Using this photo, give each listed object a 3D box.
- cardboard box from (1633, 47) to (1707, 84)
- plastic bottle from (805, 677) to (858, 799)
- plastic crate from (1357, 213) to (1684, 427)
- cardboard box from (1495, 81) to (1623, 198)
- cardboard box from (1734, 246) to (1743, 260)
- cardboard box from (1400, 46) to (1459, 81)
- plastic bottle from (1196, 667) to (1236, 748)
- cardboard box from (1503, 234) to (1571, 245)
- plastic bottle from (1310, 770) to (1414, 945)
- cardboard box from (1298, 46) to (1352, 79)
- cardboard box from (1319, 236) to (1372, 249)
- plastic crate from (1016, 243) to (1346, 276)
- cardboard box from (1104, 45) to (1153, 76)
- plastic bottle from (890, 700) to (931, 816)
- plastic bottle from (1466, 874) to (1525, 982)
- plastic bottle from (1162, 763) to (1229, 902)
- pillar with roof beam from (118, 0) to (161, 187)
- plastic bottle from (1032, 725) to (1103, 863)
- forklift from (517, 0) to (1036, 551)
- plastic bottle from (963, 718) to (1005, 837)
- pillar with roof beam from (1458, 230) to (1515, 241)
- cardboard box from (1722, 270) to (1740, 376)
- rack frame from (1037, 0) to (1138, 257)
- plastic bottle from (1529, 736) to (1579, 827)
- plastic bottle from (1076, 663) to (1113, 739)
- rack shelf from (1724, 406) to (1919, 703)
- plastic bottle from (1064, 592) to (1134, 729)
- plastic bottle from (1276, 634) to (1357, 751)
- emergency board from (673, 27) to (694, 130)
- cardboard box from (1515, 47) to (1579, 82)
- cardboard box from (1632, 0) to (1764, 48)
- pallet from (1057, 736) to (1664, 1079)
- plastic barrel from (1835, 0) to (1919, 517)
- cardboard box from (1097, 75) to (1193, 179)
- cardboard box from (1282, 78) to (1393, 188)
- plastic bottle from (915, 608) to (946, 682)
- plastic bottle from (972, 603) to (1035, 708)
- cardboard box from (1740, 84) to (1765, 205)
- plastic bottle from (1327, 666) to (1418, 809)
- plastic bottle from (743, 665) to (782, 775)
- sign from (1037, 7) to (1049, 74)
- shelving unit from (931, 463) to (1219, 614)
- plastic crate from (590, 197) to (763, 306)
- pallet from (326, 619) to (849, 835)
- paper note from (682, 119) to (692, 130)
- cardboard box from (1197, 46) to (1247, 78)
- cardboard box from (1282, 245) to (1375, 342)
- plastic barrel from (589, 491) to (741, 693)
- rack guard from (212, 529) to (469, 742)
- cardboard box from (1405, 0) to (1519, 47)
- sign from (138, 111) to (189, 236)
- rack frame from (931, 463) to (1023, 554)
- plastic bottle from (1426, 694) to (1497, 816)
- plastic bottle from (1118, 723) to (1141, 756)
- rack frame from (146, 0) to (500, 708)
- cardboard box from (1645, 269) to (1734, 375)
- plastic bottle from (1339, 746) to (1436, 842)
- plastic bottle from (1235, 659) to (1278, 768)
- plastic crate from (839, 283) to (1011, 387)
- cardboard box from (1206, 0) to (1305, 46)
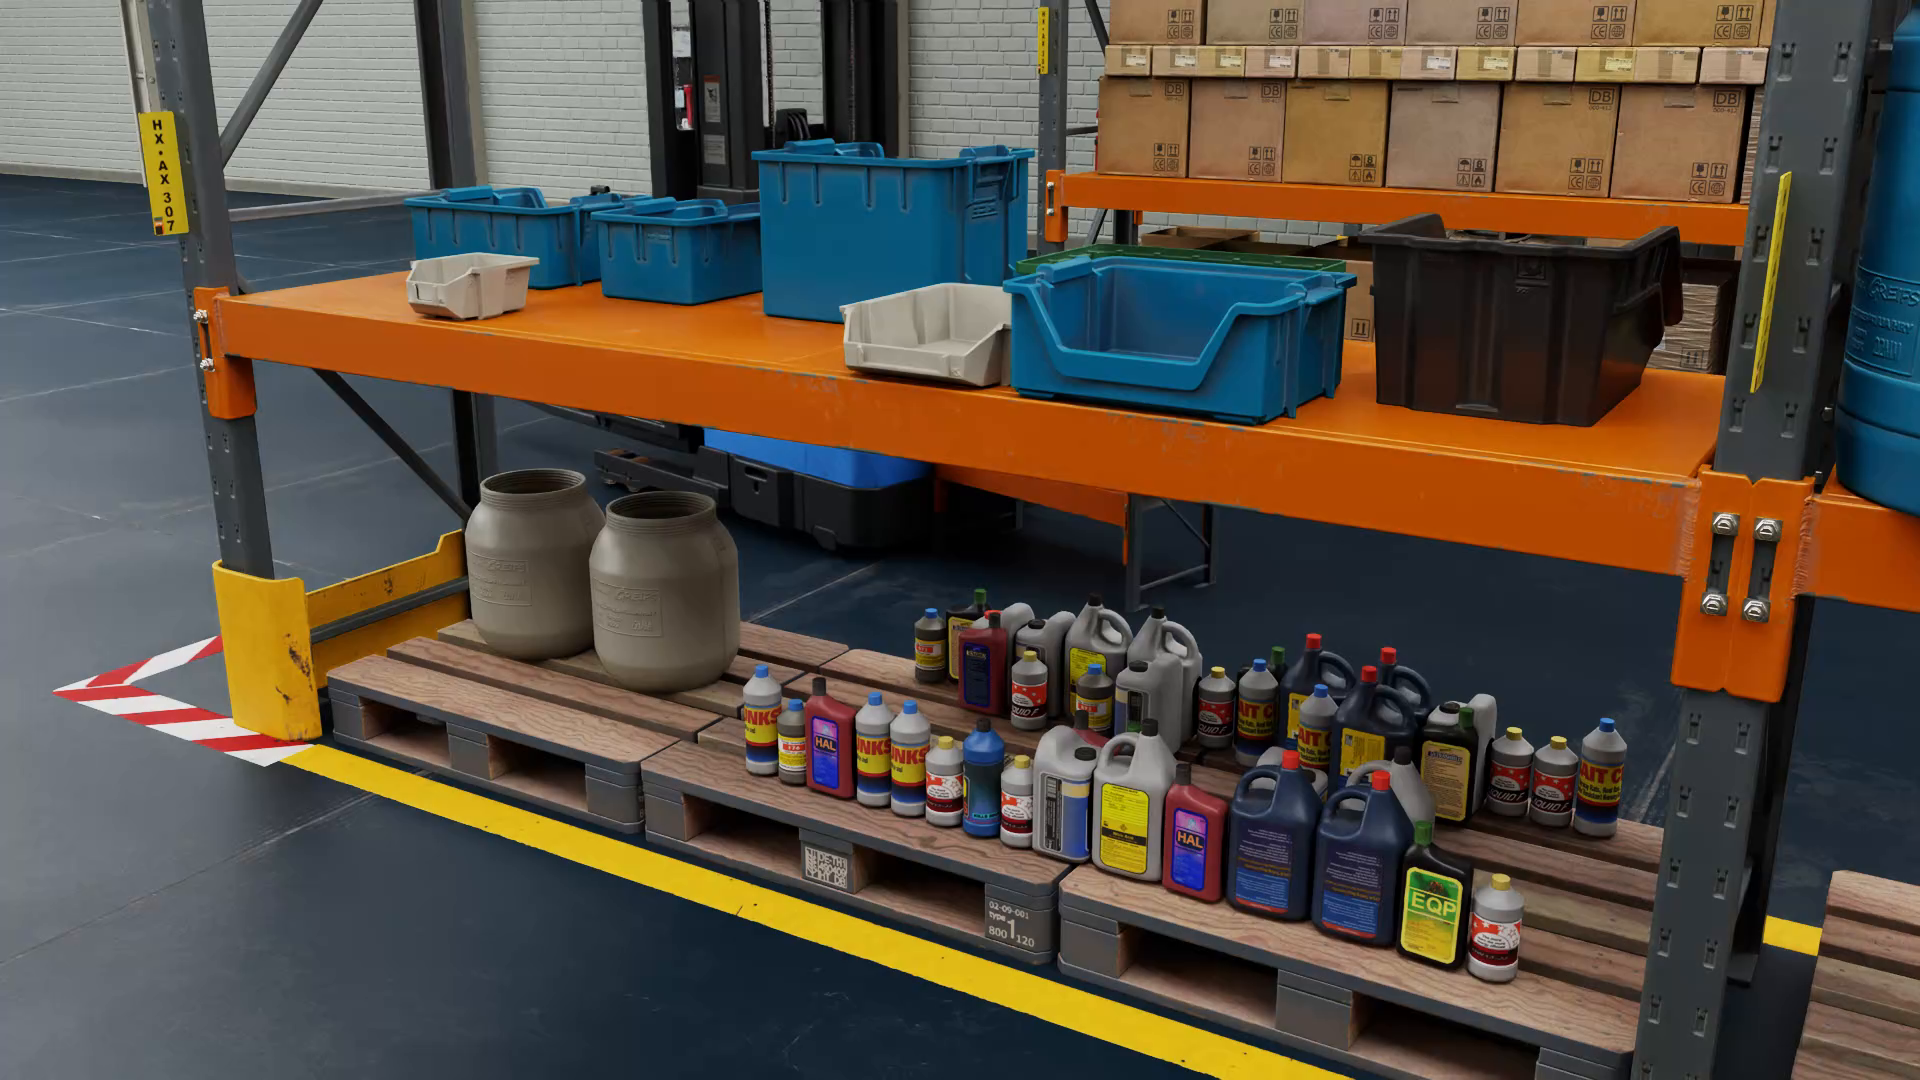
[{"bbox_3d":[3.125,-2.083,7.289,0.250,0.149,0.380,10,20,30],"label":"cardboard box"},{"bbox_3d":[-0.312,0.480,4.058,0.133,0.283,0.061,10,20,31],"label":"plastic bottle"},{"bbox_3d":[1.152,-0.474,3.389,0.504,0.338,0.767,10,20,30],"label":"plastic crate"},{"bbox_3d":[2.867,-1.889,7.766,0.500,0.500,0.700,10,20,31],"label":"cardboard box"},{"bbox_3d":[5.811,-2.009,11.878,0.500,0.500,0.500,8,19,26],"label":"cardboard box"},{"bbox_3d":[2.250,-2.239,7.802,0.250,0.149,0.380,10,20,31],"label":"cardboard box"},{"bbox_3d":[0.671,0.432,4.355,0.097,0.201,0.097,0,17,0],"label":"plastic bottle"},{"bbox_3d":[4.336,-2.165,12.716,0.500,0.311,0.500,12,21,35],"label":"cardboard box"},{"bbox_3d":[0.832,0.637,3.422,0.185,0.351,0.144,10,19,29],"label":"plastic bottle"},{"bbox_3d":[1.821,-2.316,8.057,0.250,0.149,0.380,9,19,28],"label":"cardboard box"},{"bbox_3d":[2.191,-1.315,8.769,0.500,0.500,0.500,10,20,30],"label":"cardboard box"},{"bbox_3d":[0.523,-0.568,3.955,0.662,0.188,0.450,10,20,30],"label":"plastic crate"},{"bbox_3d":[0.940,-2.473,8.573,0.250,0.149,0.380,10,20,30],"label":"cardboard box"},{"bbox_3d":[-0.118,0.514,3.966,0.097,0.271,0.097,0,17,0],"label":"plastic bottle"},{"bbox_3d":[1.059,0.757,3.284,0.097,0.201,0.097,0,17,0],"label":"plastic bottle"},{"bbox_3d":[0.508,0.626,3.576,0.133,0.283,0.061,12,20,34],"label":"plastic bottle"},{"bbox_3d":[-13.234,-8.105,18.081,0.400,9.000,9.100,10,20,30],"label":"pillar with roof beam"},{"bbox_3d":[0.257,0.569,3.776,0.135,0.276,0.152,11,20,31],"label":"plastic bottle"},{"bbox_3d":[-1.050,-1.708,7.461,1.130,2.935,3.031,-16,23,-42],"label":"forklift"},{"bbox_3d":[0.055,0.545,3.864,0.097,0.271,0.097,0,17,0],"label":"plastic bottle"},{"bbox_3d":[2.104,-5.367,9.067,0.400,9.000,9.100,10,20,30],"label":"pillar with roof beam"},{"bbox_3d":[3.896,-1.011,7.768,0.500,0.500,0.500,10,20,30],"label":"cardboard box"},{"bbox_3d":[0.719,-2.228,9.054,0.127,3.000,1.000,10,20,30],"label":"rack frame"},{"bbox_3d":[1.403,0.563,3.925,0.097,0.201,0.097,0,17,0],"label":"plastic bottle"},{"bbox_3d":[0.353,0.425,4.379,0.097,0.201,0.097,0,17,0],"label":"plastic bottle"},{"bbox_3d":[3.236,0.255,2.117,4.000,0.370,1.077,10,20,30],"label":"rack shelf"},{"bbox_3d":[0.379,0.317,4.478,0.185,0.351,0.144,11,20,32],"label":"plastic bottle"},{"bbox_3d":[0.900,0.410,4.172,0.185,0.351,0.144,9,19,28],"label":"plastic bottle"},{"bbox_3d":[-2.842,-4.861,17.722,0.643,1.169,0.194,10,20,30],"label":"emergency board"},{"bbox_3d":[2.702,-2.159,7.540,0.250,0.149,0.380,11,20,32],"label":"cardboard box"},{"bbox_3d":[3.314,-2.430,7.317,0.500,0.500,0.700,10,20,30],"label":"cardboard box"},{"bbox_3d":[0.981,0.829,3.790,1.213,0.211,1.003,10,20,30],"label":"pallet"},{"bbox_3d":[1.702,-0.499,2.501,0.708,0.901,0.600,10,20,30],"label":"plastic barrel"},{"bbox_3d":[1.110,-2.201,8.795,0.500,0.500,0.700,10,20,30],"label":"cardboard box"},{"bbox_3d":[1.980,-2.046,8.283,0.500,0.500,0.700,10,20,30],"label":"cardboard box"},{"bbox_3d":[-0.083,0.298,4.797,0.097,0.201,0.097,0,17,0],"label":"plastic bottle"},{"bbox_3d":[0.118,0.307,4.638,0.135,0.276,0.152,10,20,30],"label":"plastic bottle"},{"bbox_3d":[3.746,-1.733,7.253,0.500,0.500,0.700,10,19,29],"label":"cardboard box"},{"bbox_3d":[0.985,0.474,3.960,0.185,0.351,0.144,10,20,30],"label":"plastic bottle"},{"bbox_3d":[-0.495,0.447,4.188,0.097,0.271,0.097,0,17,0],"label":"plastic bottle"},{"bbox_3d":[0.423,-2.543,8.467,0.005,0.325,0.100,10,20,30],"label":"sign"},{"bbox_3d":[0.430,-0.430,6.361,0.538,1.125,1.048,-16,23,-42],"label":"shelving unit"},{"bbox_3d":[-0.743,-0.828,4.702,0.408,0.251,0.499,10,20,30],"label":"plastic crate"},{"bbox_3d":[-1.098,0.458,5.011,1.213,0.211,1.003,10,20,30],"label":"pallet"},{"bbox_3d":[-2.956,-4.483,17.995,0.142,0.148,0.016,10,20,30],"label":"paper note"},{"bbox_3d":[1.378,-2.395,8.317,0.250,0.149,0.380,10,20,30],"label":"cardboard box"},{"bbox_3d":[1.919,-1.187,8.345,0.500,0.500,0.500,10,20,30],"label":"cardboard box"},{"bbox_3d":[-0.849,0.145,4.799,0.421,0.512,0.421,0,17,0],"label":"plastic barrel"},{"bbox_3d":[-1.788,0.195,5.381,0.348,0.500,1.175,10,20,30],"label":"rack guard"},{"bbox_3d":[2.463,-2.583,7.819,0.500,0.500,0.700,10,20,30],"label":"cardboard box"},{"bbox_3d":[-2.169,-0.998,4.530,0.005,0.325,0.100,10,20,30],"label":"sign"},{"bbox_3d":[0.075,-0.535,6.708,0.500,1.125,0.032,-16,23,-42],"label":"rack frame"},{"bbox_3d":[1.200,0.500,4.002,0.135,0.276,0.152,11,20,32],"label":"plastic bottle"},{"bbox_3d":[0.425,0.562,3.787,0.133,0.283,0.061,10,20,30],"label":"plastic bottle"},{"bbox_3d":[-1.877,-1.001,5.017,0.127,3.000,1.000,10,20,30],"label":"rack frame"},{"bbox_3d":[3.198,-0.959,7.594,0.500,0.500,0.500,10,20,30],"label":"cardboard box"},{"bbox_3d":[0.907,0.602,3.540,0.185,0.351,0.144,10,20,30],"label":"plastic bottle"},{"bbox_3d":[0.755,0.435,4.227,0.097,0.271,0.097,0,17,0],"label":"plastic bottle"},{"bbox_3d":[0.015,-0.451,3.659,0.437,0.136,0.530,10,20,30],"label":"plastic crate"},{"bbox_3d":[1.606,-2.735,8.321,0.500,0.500,0.700,10,19,29],"label":"cardboard box"}]
